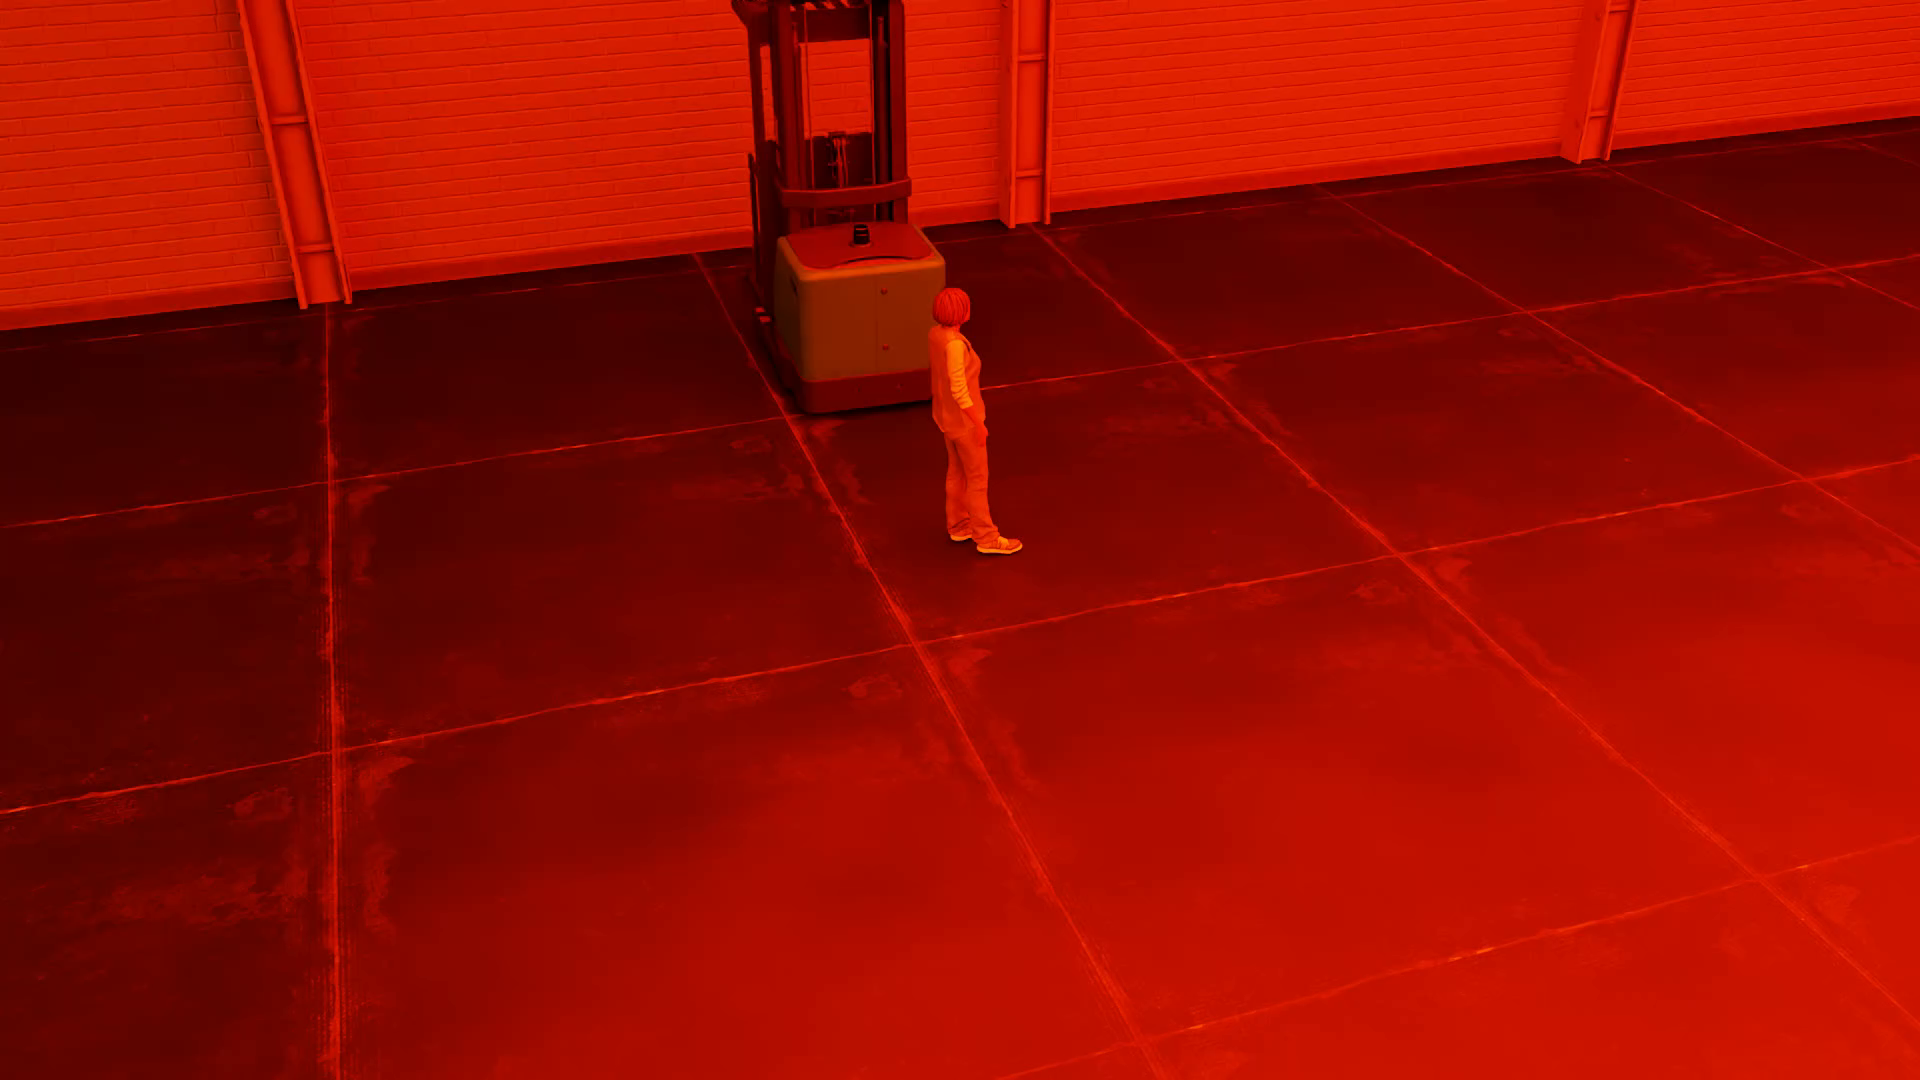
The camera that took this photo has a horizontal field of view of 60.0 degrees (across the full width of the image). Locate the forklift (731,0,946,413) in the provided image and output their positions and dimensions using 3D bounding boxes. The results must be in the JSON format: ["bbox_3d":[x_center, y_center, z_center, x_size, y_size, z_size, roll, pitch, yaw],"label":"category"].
[{"bbox_3d":[-0.985,-2.859,12.056,1.130,2.935,3.031,-8,31,-14],"label":"forklift"}]

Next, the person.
[{"bbox_3d":[0.074,-0.703,9.633,0.475,1.596,0.521,-10,31,-16],"label":"person"}]
